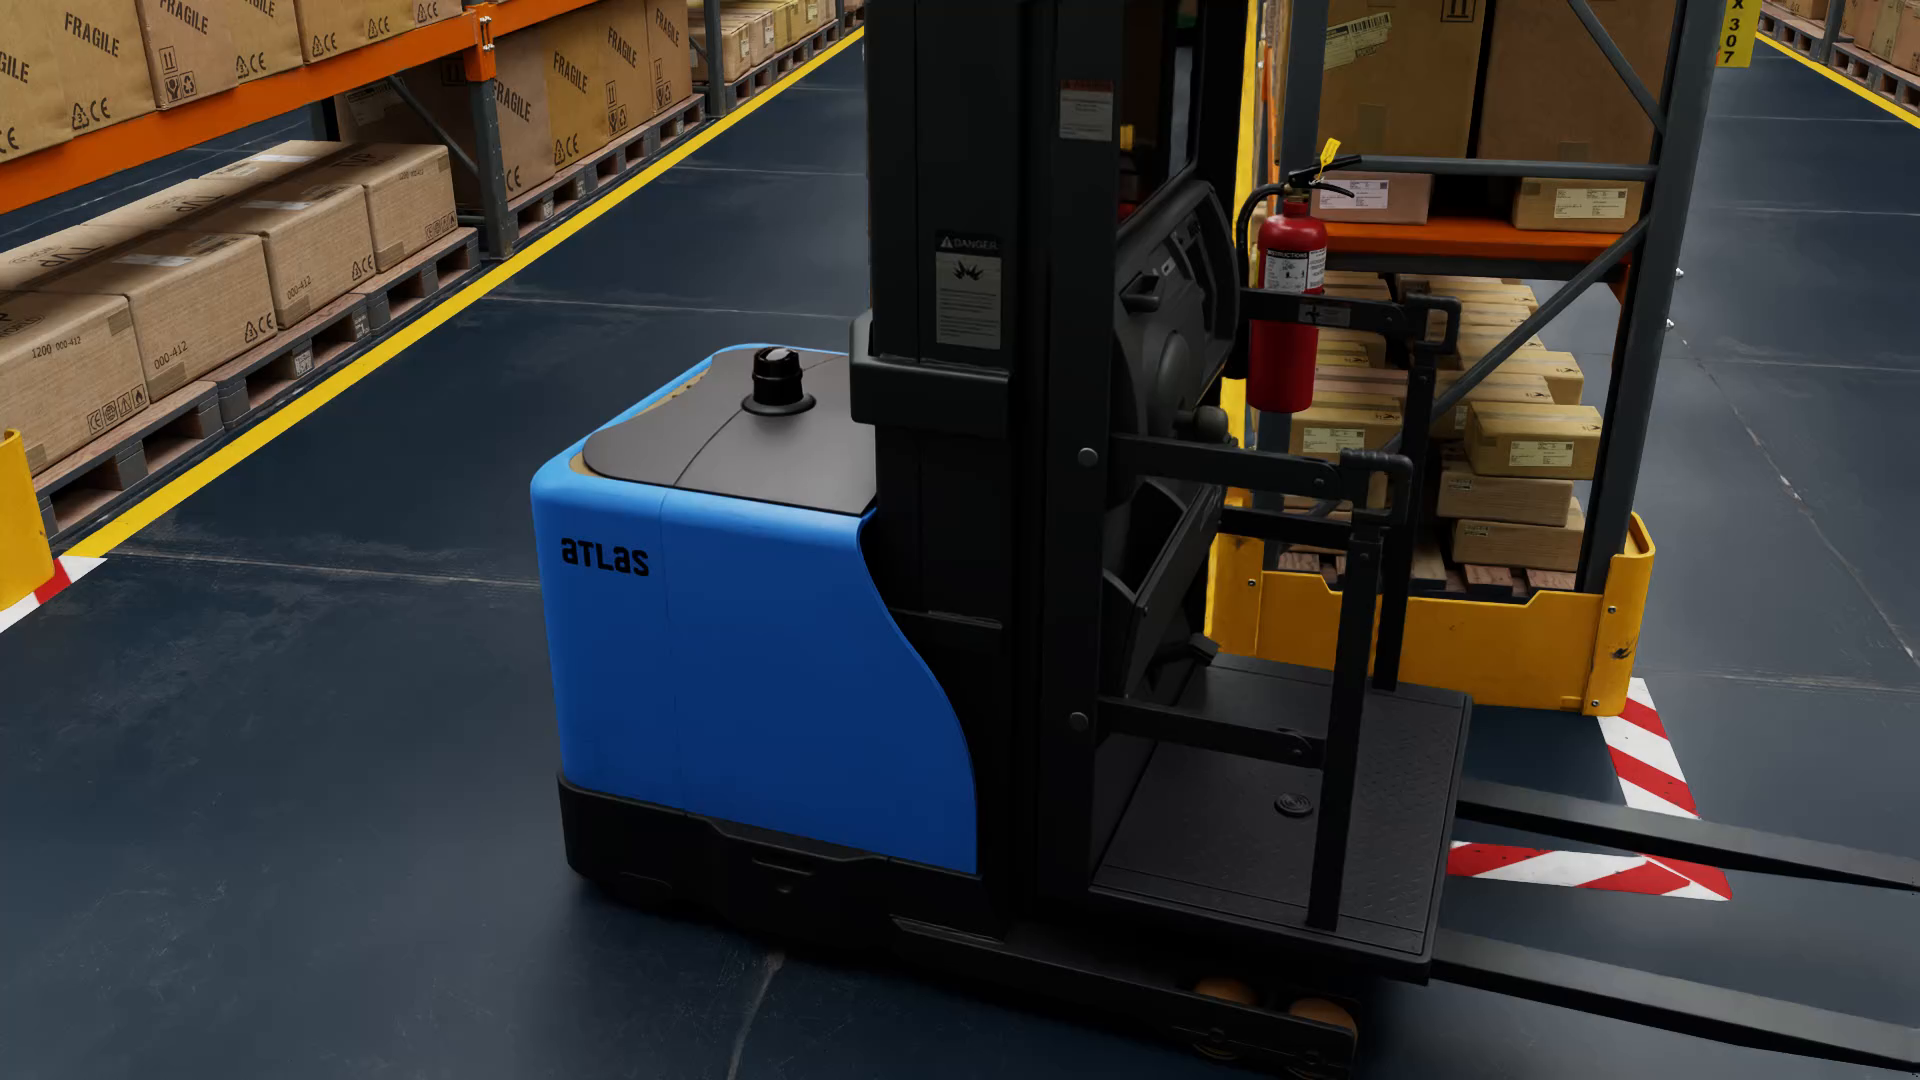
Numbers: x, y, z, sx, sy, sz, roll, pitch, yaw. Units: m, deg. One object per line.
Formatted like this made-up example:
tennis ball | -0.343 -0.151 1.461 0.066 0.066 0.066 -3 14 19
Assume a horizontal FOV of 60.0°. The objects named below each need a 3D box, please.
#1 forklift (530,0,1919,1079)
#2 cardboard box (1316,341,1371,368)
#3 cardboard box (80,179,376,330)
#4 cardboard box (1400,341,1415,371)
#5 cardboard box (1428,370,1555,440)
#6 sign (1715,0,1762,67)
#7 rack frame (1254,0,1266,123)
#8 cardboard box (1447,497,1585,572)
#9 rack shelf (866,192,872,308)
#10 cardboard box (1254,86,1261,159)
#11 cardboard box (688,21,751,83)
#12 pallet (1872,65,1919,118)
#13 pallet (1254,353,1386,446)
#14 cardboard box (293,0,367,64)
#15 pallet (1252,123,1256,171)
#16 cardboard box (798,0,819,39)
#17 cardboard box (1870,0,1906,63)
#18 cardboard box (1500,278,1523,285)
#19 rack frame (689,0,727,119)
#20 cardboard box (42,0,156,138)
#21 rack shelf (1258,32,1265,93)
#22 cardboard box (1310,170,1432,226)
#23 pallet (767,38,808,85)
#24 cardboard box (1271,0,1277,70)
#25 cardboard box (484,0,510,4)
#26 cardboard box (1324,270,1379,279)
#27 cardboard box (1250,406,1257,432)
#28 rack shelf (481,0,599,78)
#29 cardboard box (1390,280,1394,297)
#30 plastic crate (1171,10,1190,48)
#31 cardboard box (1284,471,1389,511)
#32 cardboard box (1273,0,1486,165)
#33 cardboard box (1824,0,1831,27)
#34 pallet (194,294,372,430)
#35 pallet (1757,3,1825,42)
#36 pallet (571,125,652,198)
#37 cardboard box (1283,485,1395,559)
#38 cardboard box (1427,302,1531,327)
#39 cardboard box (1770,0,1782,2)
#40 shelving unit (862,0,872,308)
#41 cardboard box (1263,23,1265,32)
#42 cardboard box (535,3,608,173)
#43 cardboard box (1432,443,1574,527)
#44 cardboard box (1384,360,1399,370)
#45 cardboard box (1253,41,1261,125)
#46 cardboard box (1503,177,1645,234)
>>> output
forklift | 0.633 -0.477 3.312 3.031 2.935 1.130 9 26 18
cardboard box | 1.169 -0.562 5.578 0.380 0.149 0.250 3 25 7
cardboard box | -3.282 -1.310 7.537 0.875 0.438 0.875 3 25 7
cardboard box | 1.809 -0.608 6.027 0.380 0.149 0.250 3 25 6
cardboard box | 1.665 -0.424 5.283 0.380 0.149 0.250 4 25 9
sign | 1.853 -1.291 3.948 0.100 0.325 0.005 4 25 9
rack frame | 2.626 -4.282 11.360 1.000 3.000 0.127 4 25 9
cardboard box | 1.720 -0.032 5.148 0.380 0.149 0.250 5 25 10
rack shelf | -0.027 -0.869 5.163 0.431 0.518 0.480 4 25 9
cardboard box | 2.017 -2.423 9.842 0.500 0.500 0.500 3 25 7
cardboard box | -2.172 -3.819 12.974 0.950 0.372 0.625 2 25 5
pallet | 7.833 -3.469 12.912 1.003 0.211 1.213 4 25 9
pallet | 1.700 -0.551 6.679 1.003 0.211 1.213 4 25 9
cardboard box | -2.898 -2.317 7.043 0.500 0.500 0.500 4 25 8
pallet | 2.496 -2.693 11.253 1.003 0.211 1.213 4 25 9
cardboard box | -1.818 -4.735 14.933 0.950 0.372 0.625 6 26 12
cardboard box | 7.938 -4.183 13.578 0.700 0.500 0.500 4 25 8
cardboard box | 2.030 -1.060 6.643 0.380 0.149 0.250 3 25 7
rack frame | -2.274 -4.583 12.003 1.000 3.000 0.127 4 25 9
cardboard box | -3.165 -1.677 5.676 0.500 0.500 0.500 4 25 8
rack shelf | 2.299 -3.120 9.726 1.077 0.370 4.000 4 25 9
cardboard box | 1.093 -0.978 4.598 0.380 0.149 0.250 4 25 9
pallet | -1.944 -4.155 14.379 1.003 0.211 1.213 4 25 9
cardboard box | 1.392 -1.958 5.925 0.500 0.500 0.500 5 26 11
cardboard box | -2.596 -3.008 8.814 0.500 0.250 0.500 3 25 7
cardboard box | 1.431 -0.996 6.506 0.380 0.149 0.250 4 25 9
cardboard box | 1.276 -0.504 6.156 0.380 0.149 0.250 3 25 6
rack shelf | -2.601 -3.421 10.368 1.077 0.370 4.000 4 25 9
cardboard box | 1.952 -0.945 6.748 0.380 0.149 0.250 3 25 6
plastic crate | 2.015 -4.871 15.867 0.450 0.188 0.662 29 36 30
cardboard box | 1.123 -0.211 5.178 0.380 0.149 0.250 3 25 7
cardboard box | 1.138 -1.322 4.567 0.500 0.500 0.500 5 25 10
cardboard box | 8.347 -5.032 15.415 0.500 0.500 0.500 13 28 25
pallet | -3.327 -0.823 7.258 1.003 0.211 1.213 4 25 9
pallet | 8.428 -5.101 16.399 1.003 0.211 1.213 4 25 9
pallet | -2.679 -2.487 10.813 1.003 0.211 1.213 4 25 9
cardboard box | 1.198 -0.070 5.229 0.380 0.149 0.250 4 25 9
cardboard box | 1.846 -0.745 5.970 0.380 0.149 0.250 5 26 11
cardboard box | 8.627 -5.788 17.030 0.500 0.500 0.500 11 27 22
shelving unit | -0.027 -0.882 5.157 0.431 2.100 0.503 4 25 9
cardboard box | 2.098 -2.990 10.168 0.500 0.250 0.500 4 25 9
cardboard box | -2.766 -2.781 10.164 0.875 0.875 0.875 5 26 10
cardboard box | 1.657 -0.171 5.094 0.380 0.149 0.250 5 26 11
cardboard box | 1.351 -0.533 5.868 0.380 0.149 0.250 4 25 8
cardboard box | 2.258 -3.062 11.207 0.500 0.500 0.500 3 25 6
cardboard box | 1.694 -0.935 4.506 0.380 0.149 0.250 4 25 8
